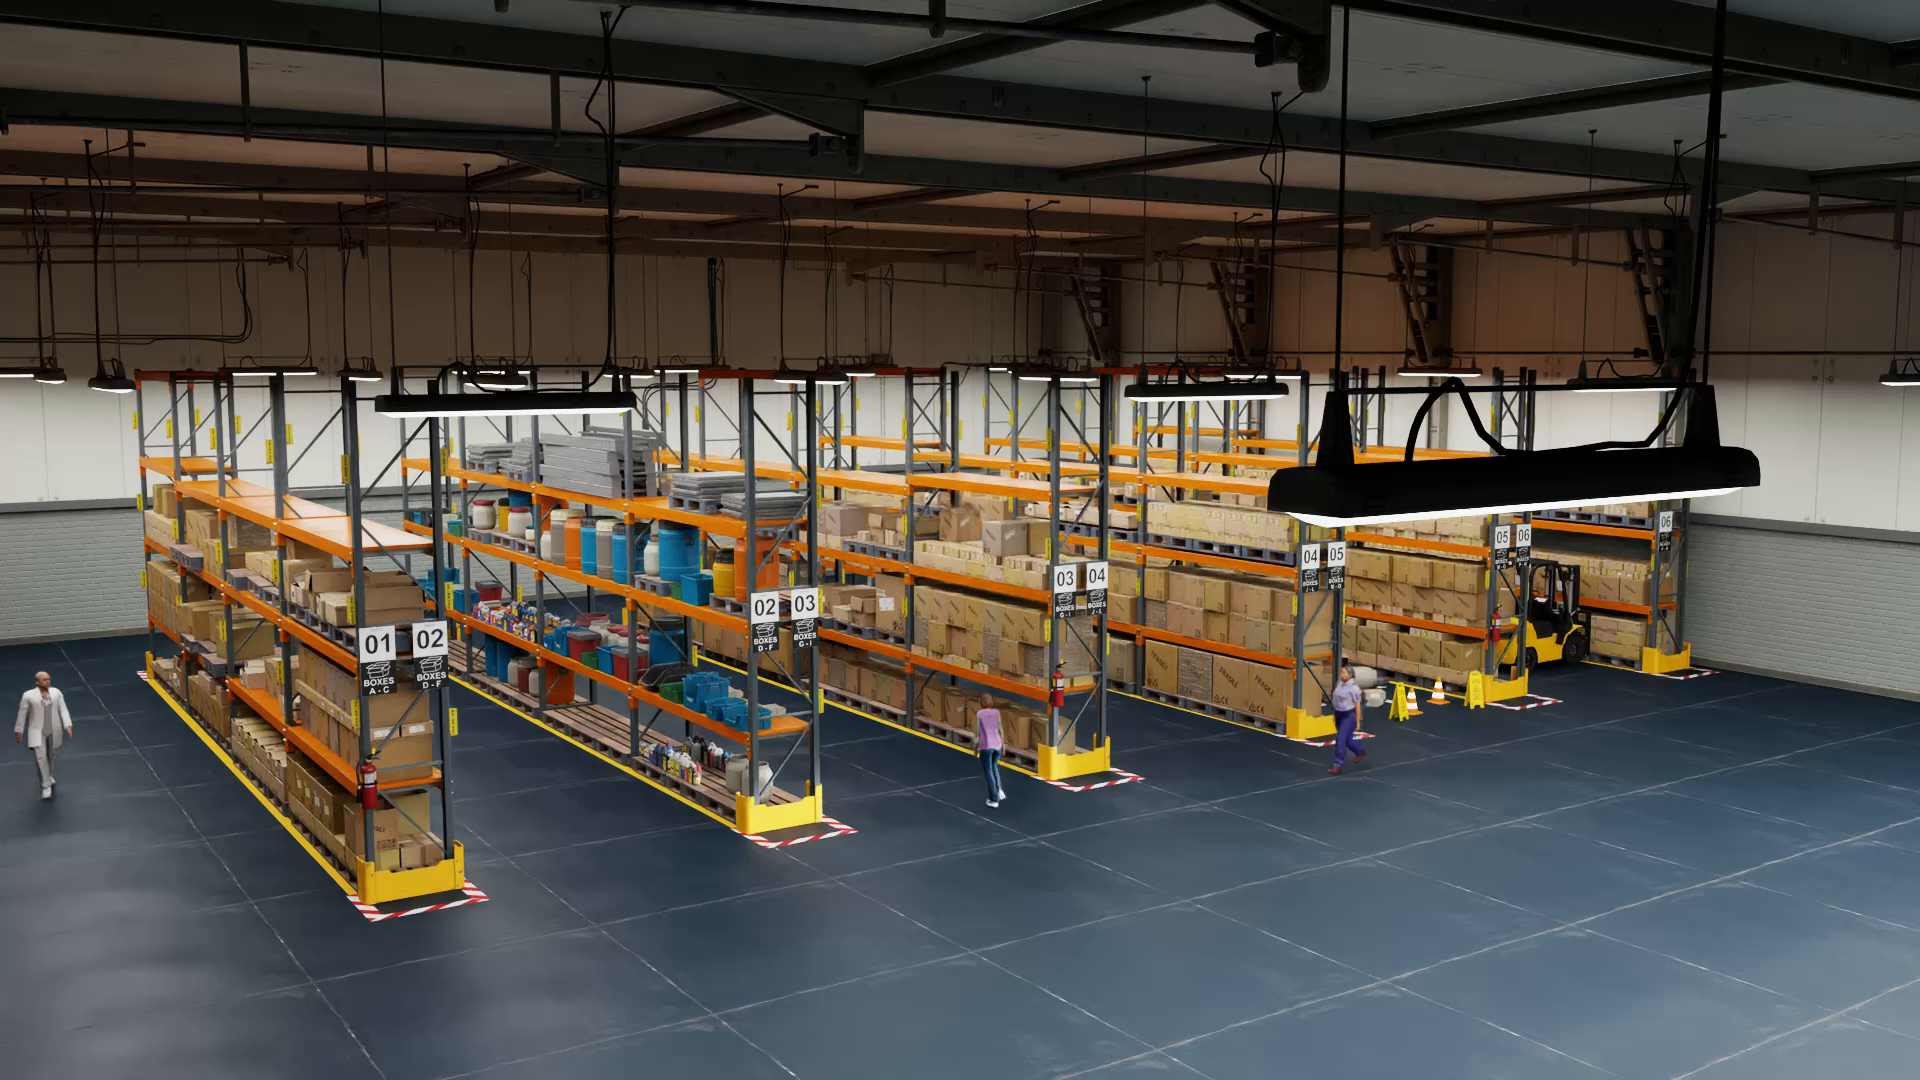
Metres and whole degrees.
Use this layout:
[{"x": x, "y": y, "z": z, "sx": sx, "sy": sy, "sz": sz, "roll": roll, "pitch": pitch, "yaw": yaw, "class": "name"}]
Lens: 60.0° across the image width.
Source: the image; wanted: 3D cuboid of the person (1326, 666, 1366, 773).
[{"x": 5.887, "y": 2.687, "z": 25.175, "sx": 0.962, "sy": 1.602, "sz": 0.481, "roll": -4, "pitch": 7, "yaw": -30, "class": "person"}]

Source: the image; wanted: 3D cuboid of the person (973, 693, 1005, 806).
[{"x": 0.412, "y": 2.917, "z": 23.213, "sx": 0.454, "sy": 1.585, "sz": 0.450, "roll": -3, "pitch": 7, "yaw": -26, "class": "person"}]

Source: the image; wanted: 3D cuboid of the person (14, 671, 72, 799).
[{"x": -13.175, "y": 2.751, "z": 23.926, "sx": 0.704, "sy": 1.728, "sz": 1.099, "roll": -6, "pitch": 9, "yaw": -43, "class": "person"}]

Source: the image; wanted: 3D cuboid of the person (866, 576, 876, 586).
[{"x": -2.308, "y": 0.617, "z": 43.314, "sx": 0.469, "sy": 1.640, "sz": 0.968, "roll": 5, "pitch": 8, "yaw": 38, "class": "person"}]
